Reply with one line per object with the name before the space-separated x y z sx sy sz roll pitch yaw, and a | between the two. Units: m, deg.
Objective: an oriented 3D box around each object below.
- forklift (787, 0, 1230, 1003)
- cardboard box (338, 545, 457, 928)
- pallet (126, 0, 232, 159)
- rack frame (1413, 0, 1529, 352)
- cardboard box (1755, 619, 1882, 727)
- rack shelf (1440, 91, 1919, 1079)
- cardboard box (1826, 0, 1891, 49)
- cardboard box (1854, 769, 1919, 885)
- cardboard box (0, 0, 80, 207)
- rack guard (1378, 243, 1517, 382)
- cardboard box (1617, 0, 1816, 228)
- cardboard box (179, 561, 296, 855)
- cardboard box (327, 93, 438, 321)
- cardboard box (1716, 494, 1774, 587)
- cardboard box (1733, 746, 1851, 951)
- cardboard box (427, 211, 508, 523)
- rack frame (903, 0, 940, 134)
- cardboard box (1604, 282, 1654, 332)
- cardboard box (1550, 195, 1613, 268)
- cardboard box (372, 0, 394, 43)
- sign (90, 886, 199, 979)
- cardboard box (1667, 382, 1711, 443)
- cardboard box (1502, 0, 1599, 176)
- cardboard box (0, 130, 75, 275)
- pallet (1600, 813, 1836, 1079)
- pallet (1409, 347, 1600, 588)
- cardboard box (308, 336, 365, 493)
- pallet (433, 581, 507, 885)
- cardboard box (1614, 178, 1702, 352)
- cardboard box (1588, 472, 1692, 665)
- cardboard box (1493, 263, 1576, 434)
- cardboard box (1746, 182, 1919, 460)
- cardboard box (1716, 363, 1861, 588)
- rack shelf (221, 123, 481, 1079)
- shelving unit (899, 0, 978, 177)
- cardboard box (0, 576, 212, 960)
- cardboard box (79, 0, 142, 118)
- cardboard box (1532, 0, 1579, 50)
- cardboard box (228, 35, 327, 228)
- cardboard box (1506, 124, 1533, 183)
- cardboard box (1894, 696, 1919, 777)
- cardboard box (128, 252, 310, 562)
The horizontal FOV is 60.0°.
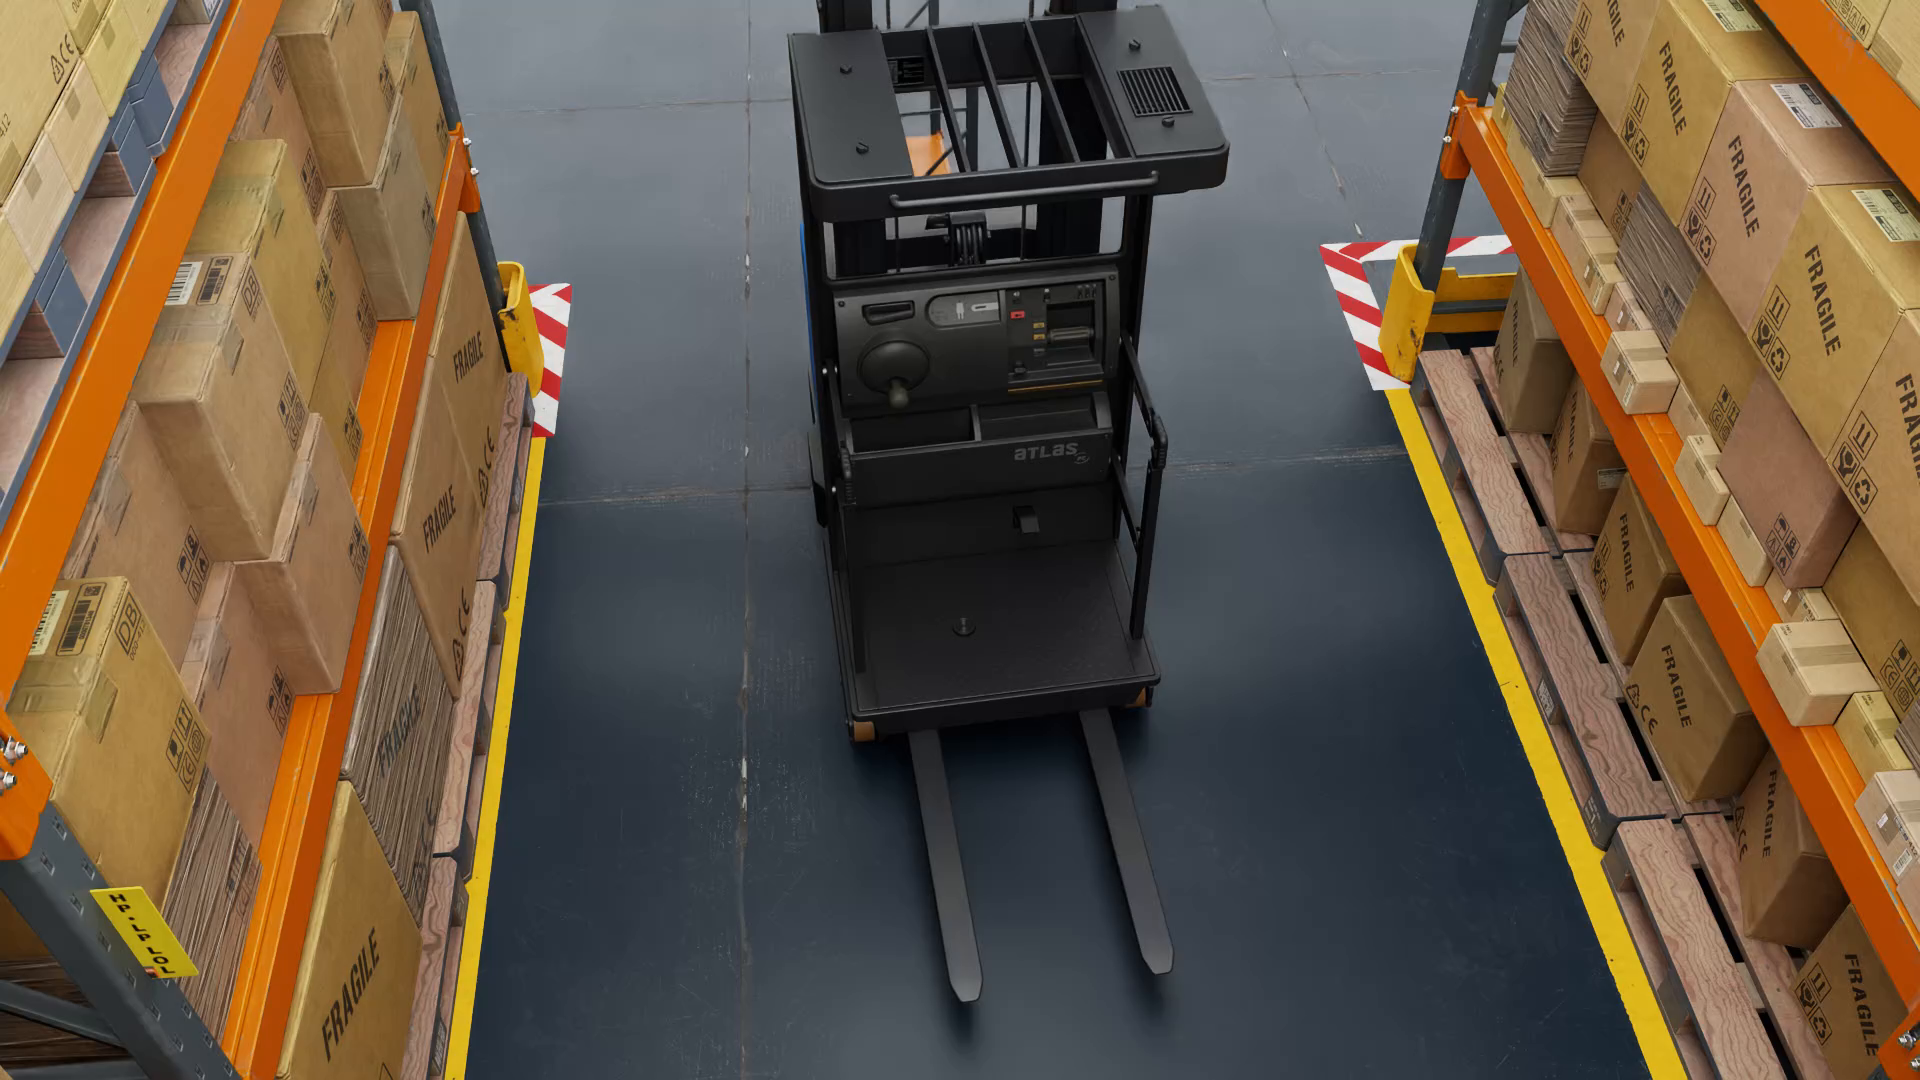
forklift | 0.096 -0.560 5.261 1.130 2.935 3.031 -6 47 -6
cardboard box | -2.180 0.649 5.243 0.875 0.875 0.875 -3 47 -3
pallet | -2.275 -1.300 3.910 1.003 0.211 1.213 -3 47 -3
rack frame | 2.498 -1.948 6.529 1.000 3.000 0.127 -3 47 -3
cardboard box | 2.418 0.354 4.521 0.380 0.149 0.250 -3 47 -3
rack shelf | 2.666 -0.254 5.420 1.077 0.370 4.000 -3 47 -3
cardboard box | 2.417 -1.456 4.100 0.500 0.250 0.500 -2 47 -2
cardboard box | 2.511 0.713 4.182 0.380 0.149 0.250 -3 47 -3
cardboard box | -1.923 -0.823 2.937 0.500 0.250 0.500 -4 47 -4
rack guard | 2.505 -1.034 7.385 1.175 0.500 0.348 -3 47 -3
cardboard box | 2.351 -1.290 4.944 0.500 0.500 0.500 -3 47 -3
cardboard box | -2.229 0.460 4.145 0.875 0.550 0.550 -3 47 -3
cardboard box | -2.309 -1.109 5.631 0.875 0.550 0.550 -3 47 -3
cardboard box | 2.467 -0.013 4.869 0.380 0.149 0.250 -3 47 -3
cardboard box | 2.784 0.955 5.212 0.500 0.500 0.500 10 47 9
cardboard box | -2.330 -0.647 6.471 0.875 0.875 0.875 -3 47 -3
rack frame | -0.339 -1.926 7.541 0.500 1.500 0.032 -7 47 -6
cardboard box | 2.396 -0.737 5.555 0.380 0.149 0.250 -3 47 -3
cardboard box | 2.334 -1.098 5.897 0.380 0.149 0.250 -3 47 -3
cardboard box | -2.460 -1.872 5.610 0.875 0.550 0.550 -3 47 -3
sign | -1.578 0.763 3.218 0.100 0.325 0.005 -3 47 -3
cardboard box | 2.467 -0.377 5.214 0.380 0.149 0.250 -3 47 -3
cardboard box | 2.517 -1.685 6.006 0.875 0.500 0.500 -3 47 -3
cardboard box | -1.852 -0.602 3.003 0.380 0.149 0.250 -4 47 -3
pallet | 2.742 1.421 5.259 1.003 0.211 1.213 -3 47 -3
pallet | 2.538 -0.344 6.931 1.003 0.211 1.213 -3 47 -3
cardboard box | -2.301 -0.315 4.879 0.875 0.550 0.500 -3 47 -3
pallet | -2.209 0.693 5.948 1.003 0.211 1.213 -3 47 -3
cardboard box | 2.677 -0.966 5.326 0.875 0.500 0.500 -3 47 -3
cardboard box | 2.652 0.104 6.018 0.500 0.500 0.500 0 47 0
cardboard box | 2.534 -0.780 6.855 0.500 0.500 0.500 4 47 4
cardboard box | 2.437 -0.567 4.259 0.500 0.500 0.500 -3 47 -3
cardboard box | 2.708 -0.240 4.637 0.875 0.500 0.500 -3 47 -3
rack shelf | -2.285 -0.025 5.204 1.077 0.370 4.000 -3 47 -3
shelving unit | -0.258 -1.555 7.190 0.587 1.500 1.083 -7 47 -6
cardboard box | -2.114 0.482 3.380 0.875 0.550 0.550 -3 47 -3
cardboard box | -1.897 -0.970 3.352 0.380 0.149 0.250 -4 47 -4
cardboard box | 2.273 -2.014 5.629 0.500 0.500 0.500 -3 47 -3
cardboard box | -2.411 -1.066 4.847 0.875 0.550 0.550 -3 47 -3
cardboard box | 2.287 -1.459 6.239 0.380 0.149 0.250 -3 47 -3
cardboard box | 2.857 0.480 3.956 0.875 0.500 0.500 -3 47 -3
cardboard box | -2.184 -0.308 4.128 0.875 0.550 0.550 -3 47 -3
